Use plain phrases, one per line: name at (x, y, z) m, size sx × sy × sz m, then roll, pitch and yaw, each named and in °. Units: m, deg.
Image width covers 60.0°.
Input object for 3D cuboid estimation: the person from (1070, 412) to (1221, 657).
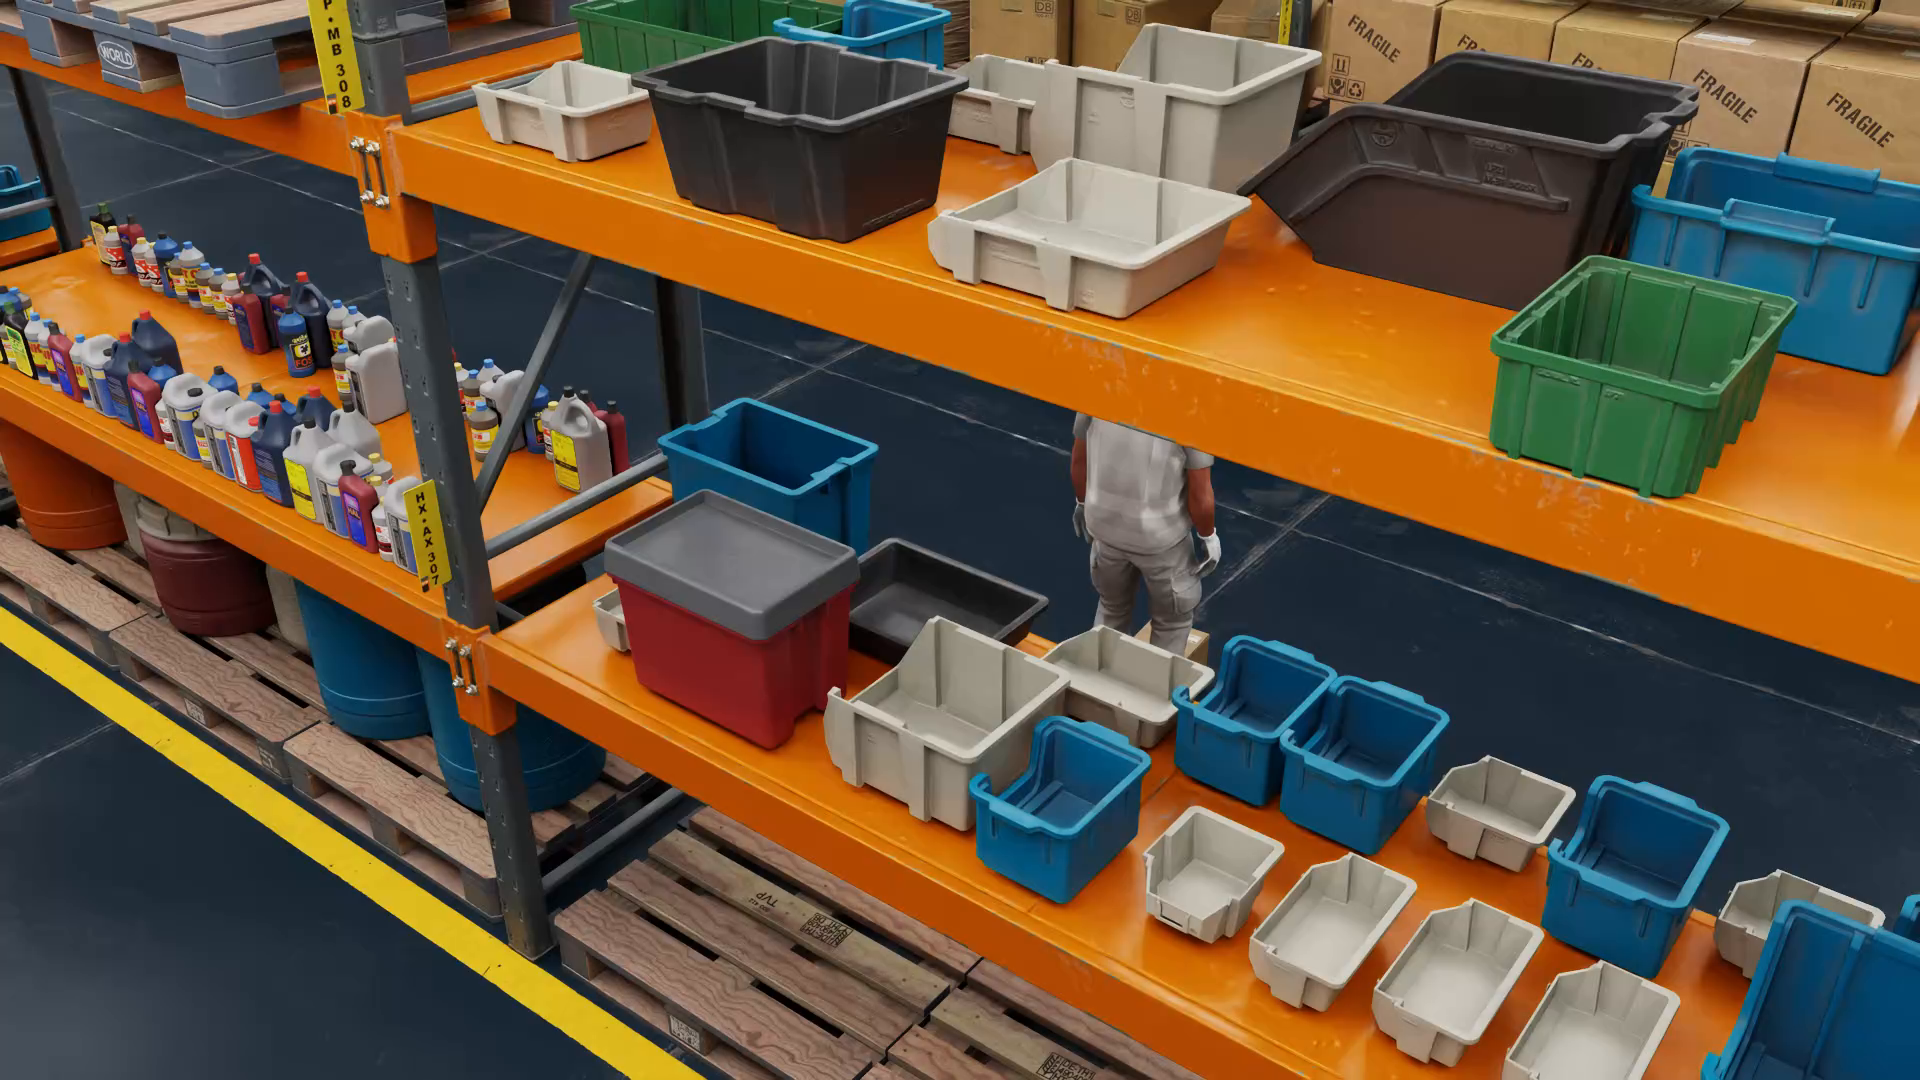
person at (0.696, -0.060, 6.220) m, size 0.610 × 1.777 × 0.452 m, roll 19°, pitch 36°, yaw 29°
